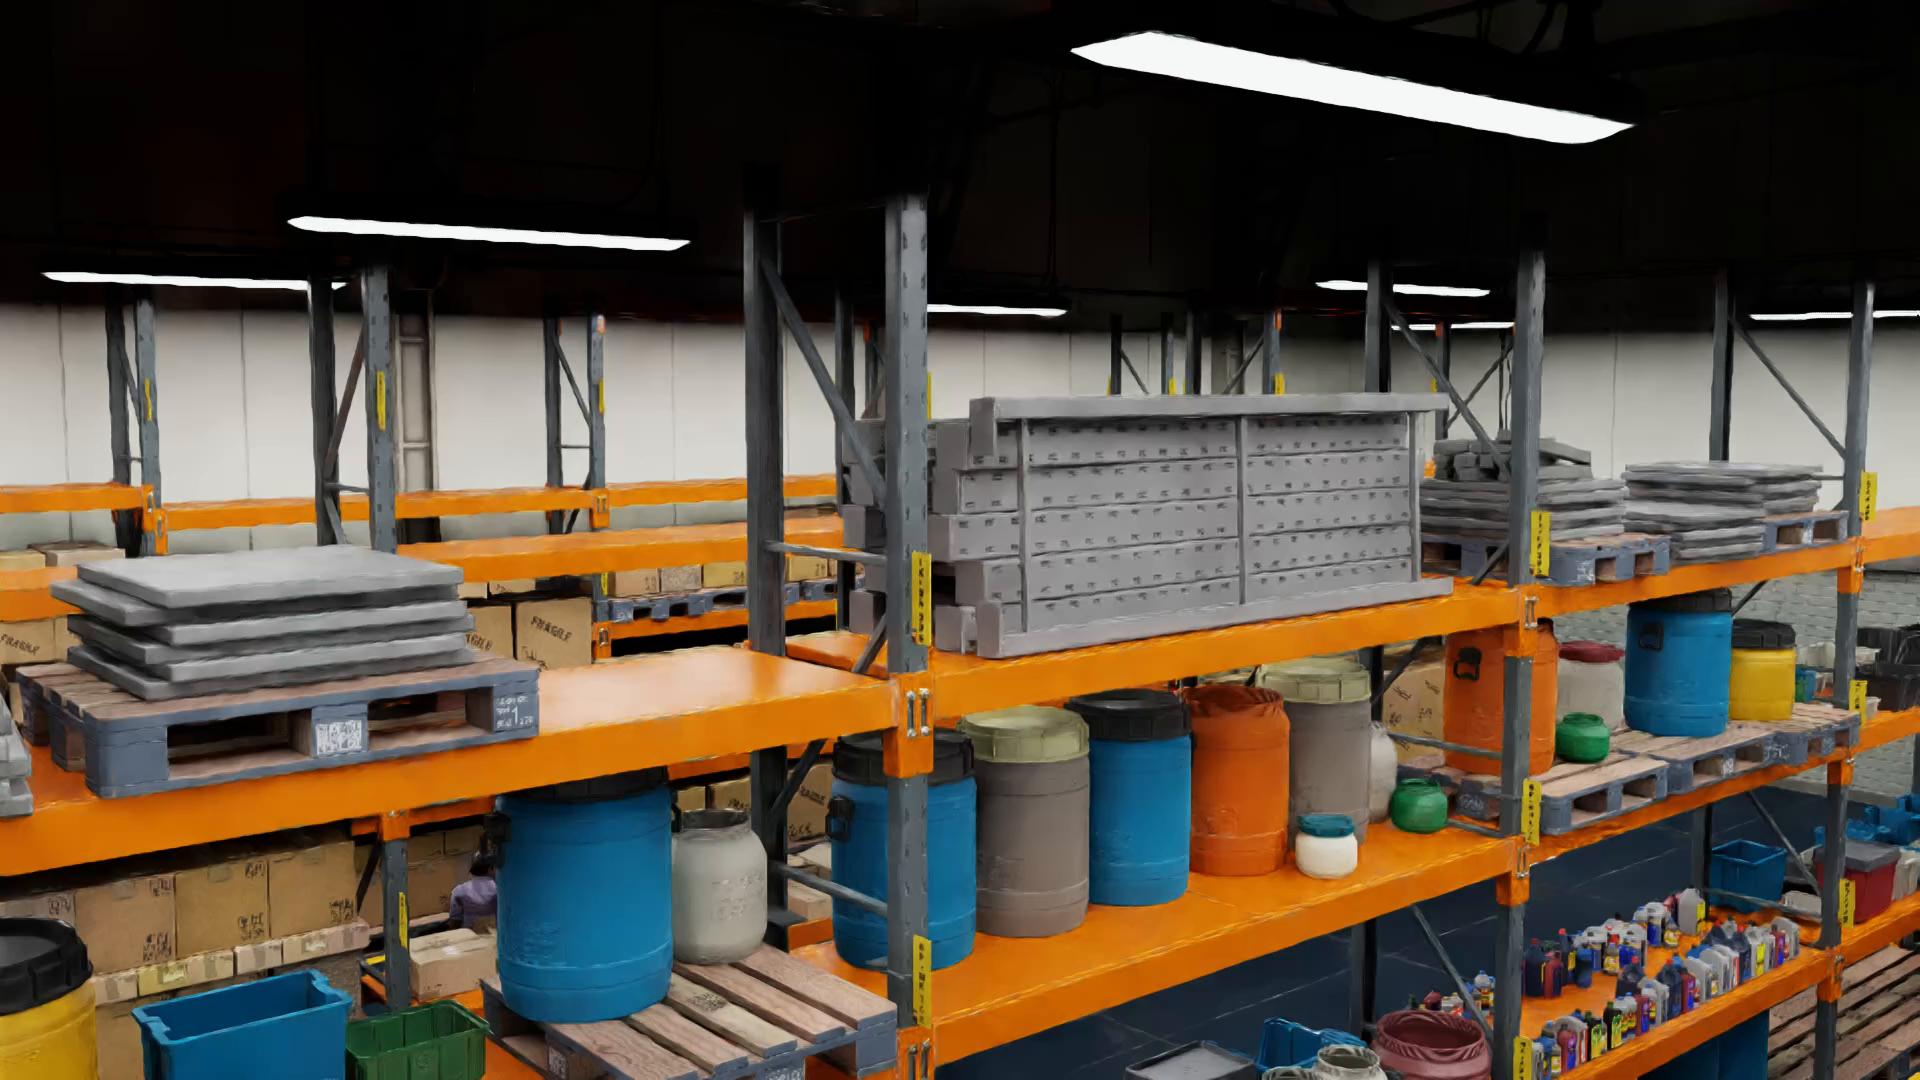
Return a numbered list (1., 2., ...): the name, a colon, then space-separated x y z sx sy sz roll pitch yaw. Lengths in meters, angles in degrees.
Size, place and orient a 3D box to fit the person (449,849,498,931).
1. person: -3.574 3.130 12.554 0.592 1.644 0.556 -1 6 -7
